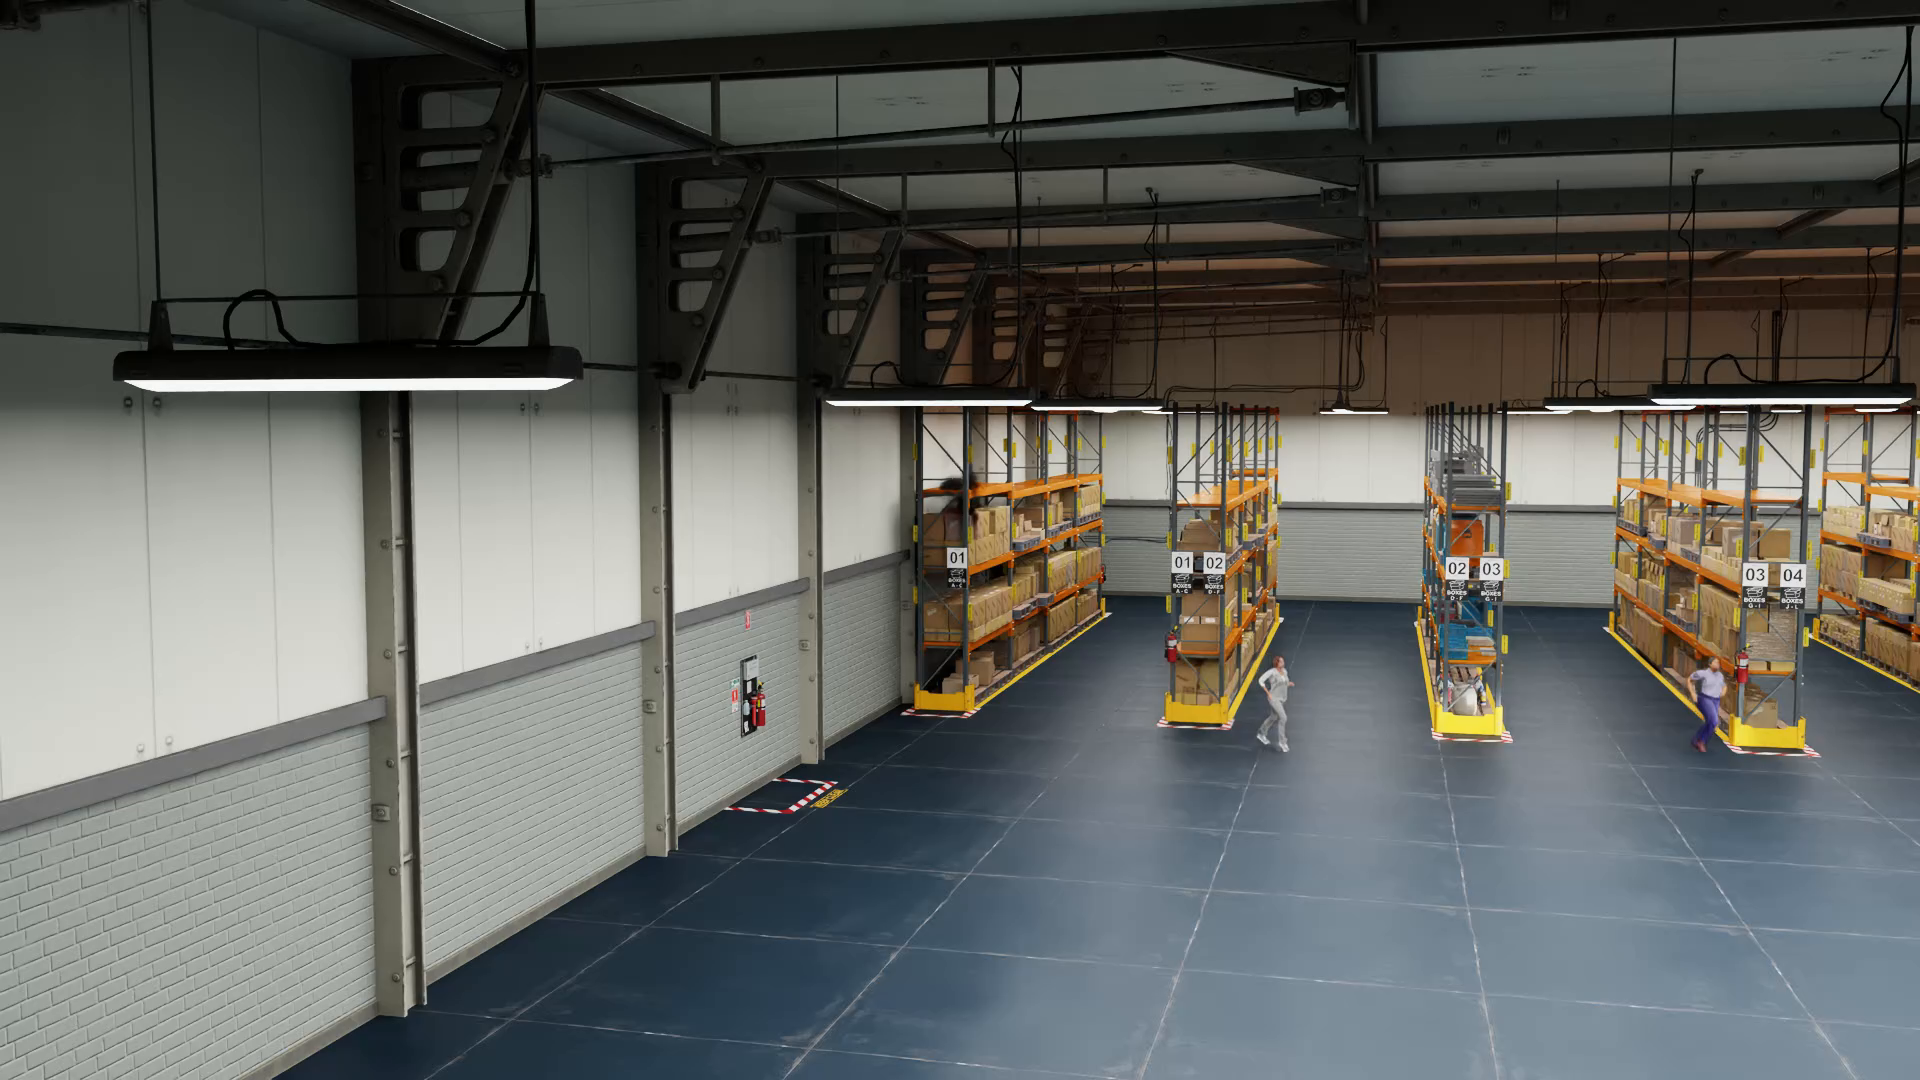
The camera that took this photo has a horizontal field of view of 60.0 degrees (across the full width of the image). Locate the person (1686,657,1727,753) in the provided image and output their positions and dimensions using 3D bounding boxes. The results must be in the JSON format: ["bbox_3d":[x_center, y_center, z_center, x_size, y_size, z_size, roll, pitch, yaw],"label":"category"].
[{"bbox_3d":[12.862,2.914,28.518,0.615,1.447,0.611,-2,5,-26],"label":"person"}]

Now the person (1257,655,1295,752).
[{"bbox_3d":[5.467,2.805,28.773,0.512,1.646,0.730,-4,6,-44],"label":"person"}]
